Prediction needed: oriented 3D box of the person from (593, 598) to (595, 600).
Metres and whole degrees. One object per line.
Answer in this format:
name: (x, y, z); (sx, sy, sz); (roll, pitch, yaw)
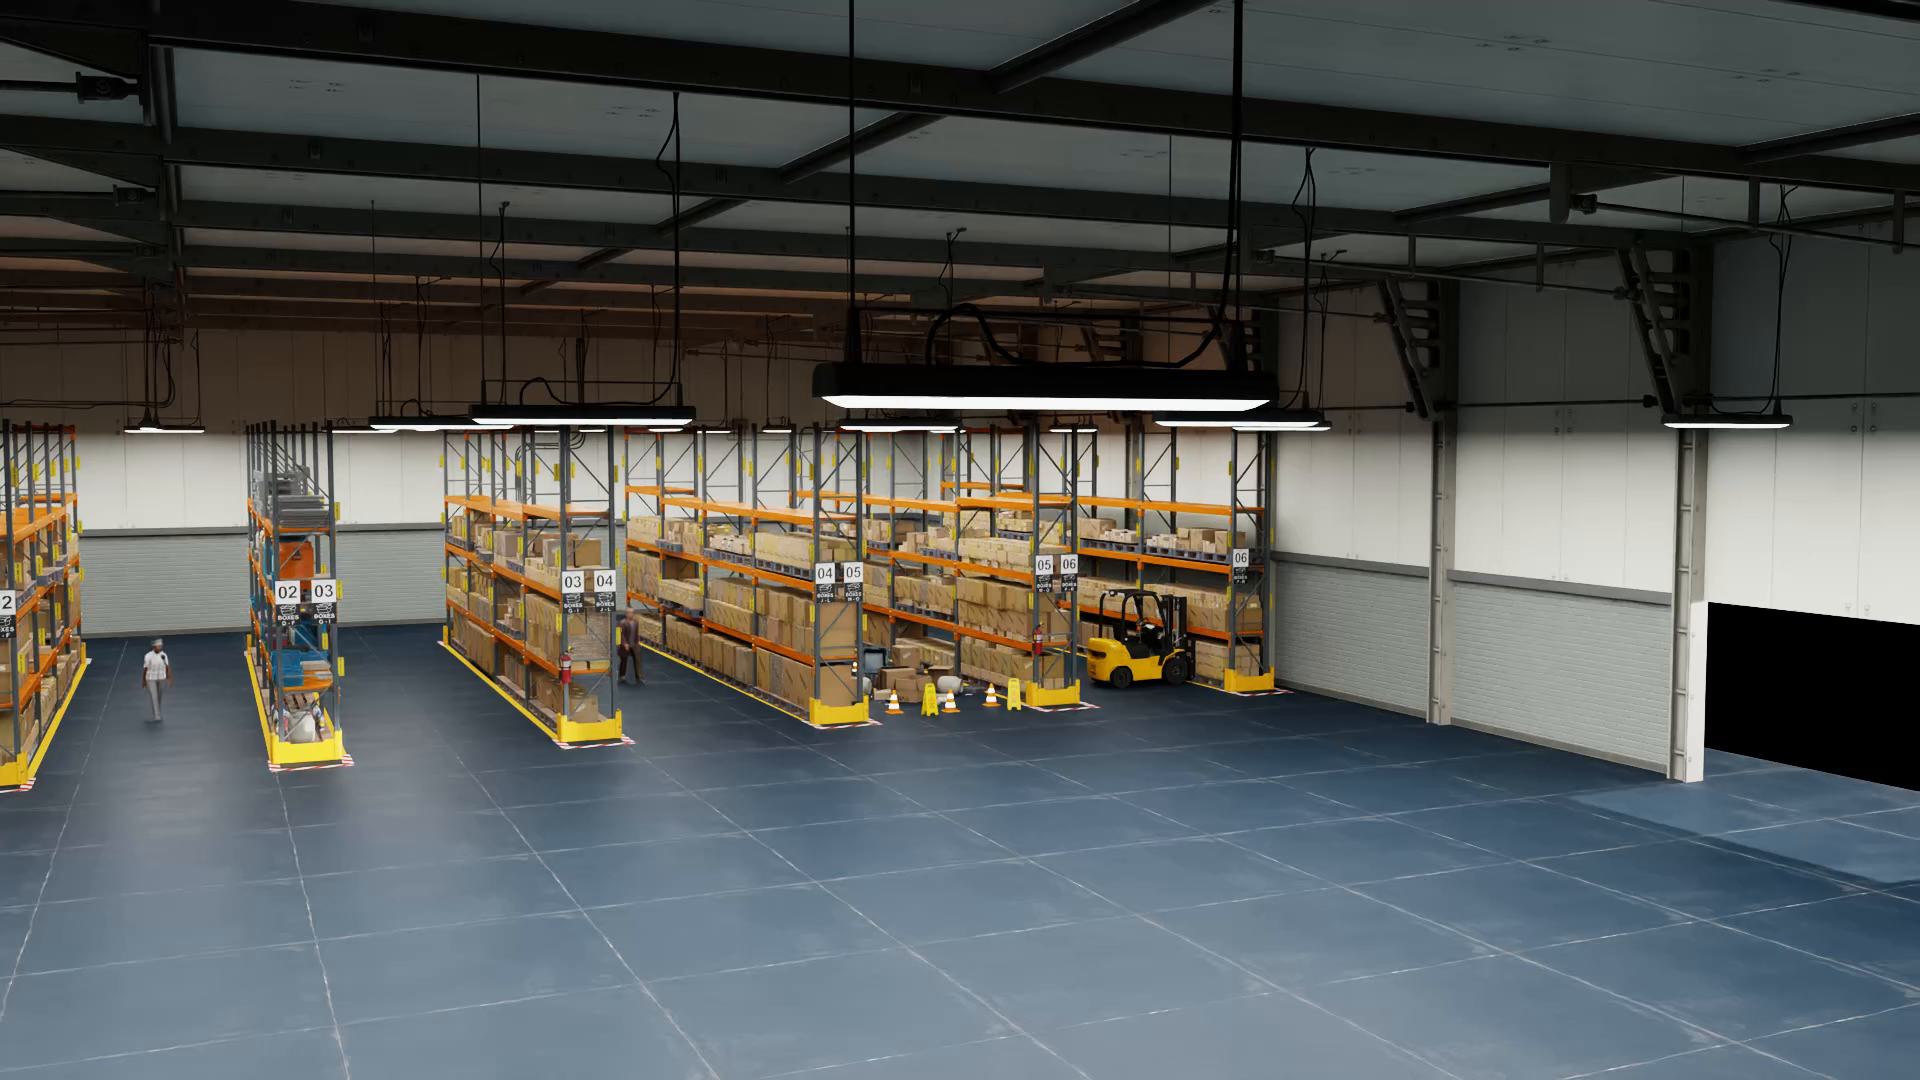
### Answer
person: (-9.381, 2.239, 43.021); (0.404, 1.562, 0.768); (-2, 4, -26)

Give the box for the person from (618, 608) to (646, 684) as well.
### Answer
person: (-7.623, 2.433, 38.365); (0.546, 1.715, 1.128); (-2, 4, -29)

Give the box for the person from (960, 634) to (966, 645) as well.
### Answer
person: (0.241, 2.160, 43.197); (0.424, 1.595, 0.493); (3, 5, 42)

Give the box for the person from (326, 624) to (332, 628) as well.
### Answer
person: (-16.101, 2.322, 42.356); (0.511, 1.485, 1.017); (-2, 4, -35)

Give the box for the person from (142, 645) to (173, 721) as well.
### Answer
person: (-16.193, 2.812, 33.543); (0.520, 1.586, 1.068); (-3, 5, -40)
